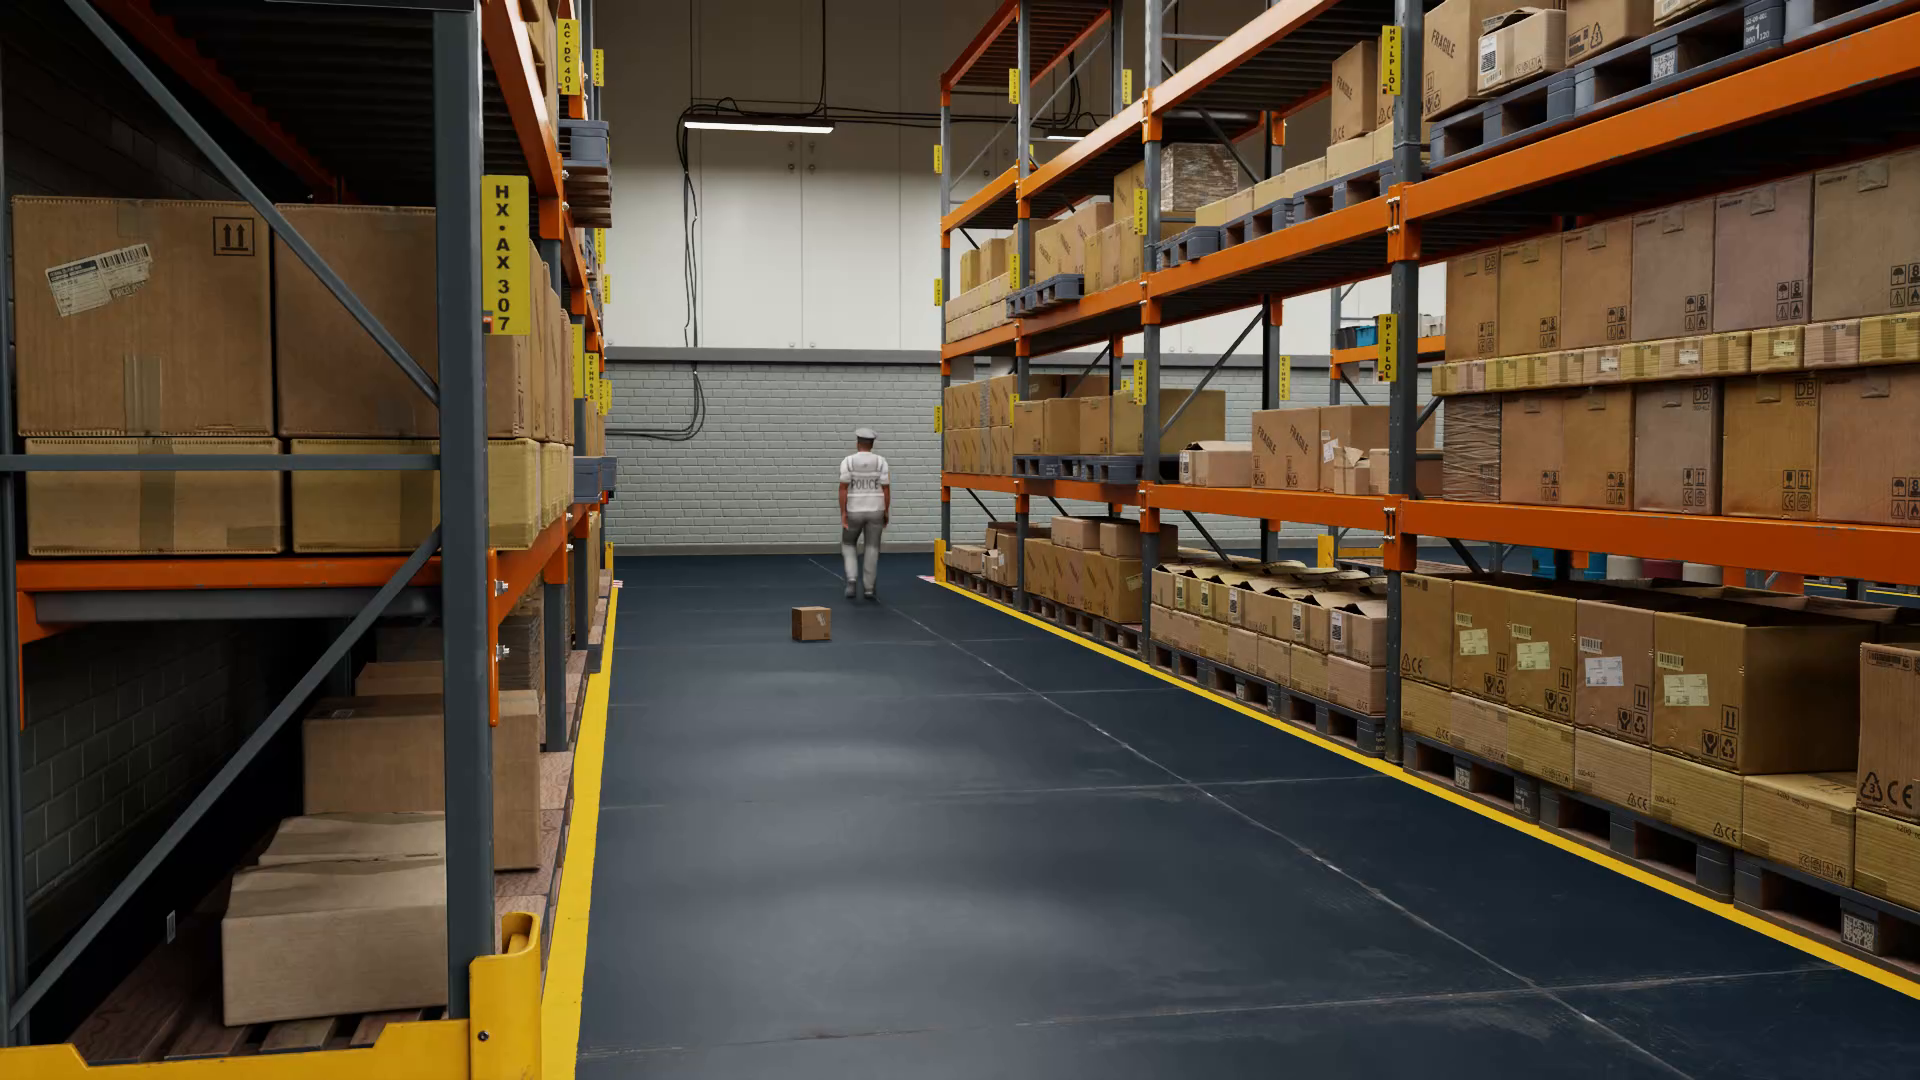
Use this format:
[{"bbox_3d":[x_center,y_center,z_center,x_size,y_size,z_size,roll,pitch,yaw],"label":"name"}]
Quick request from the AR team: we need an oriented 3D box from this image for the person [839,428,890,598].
[{"bbox_3d":[-1.013,-0.271,17.574,0.544,1.820,0.479,0,3,-6],"label":"person"}]
